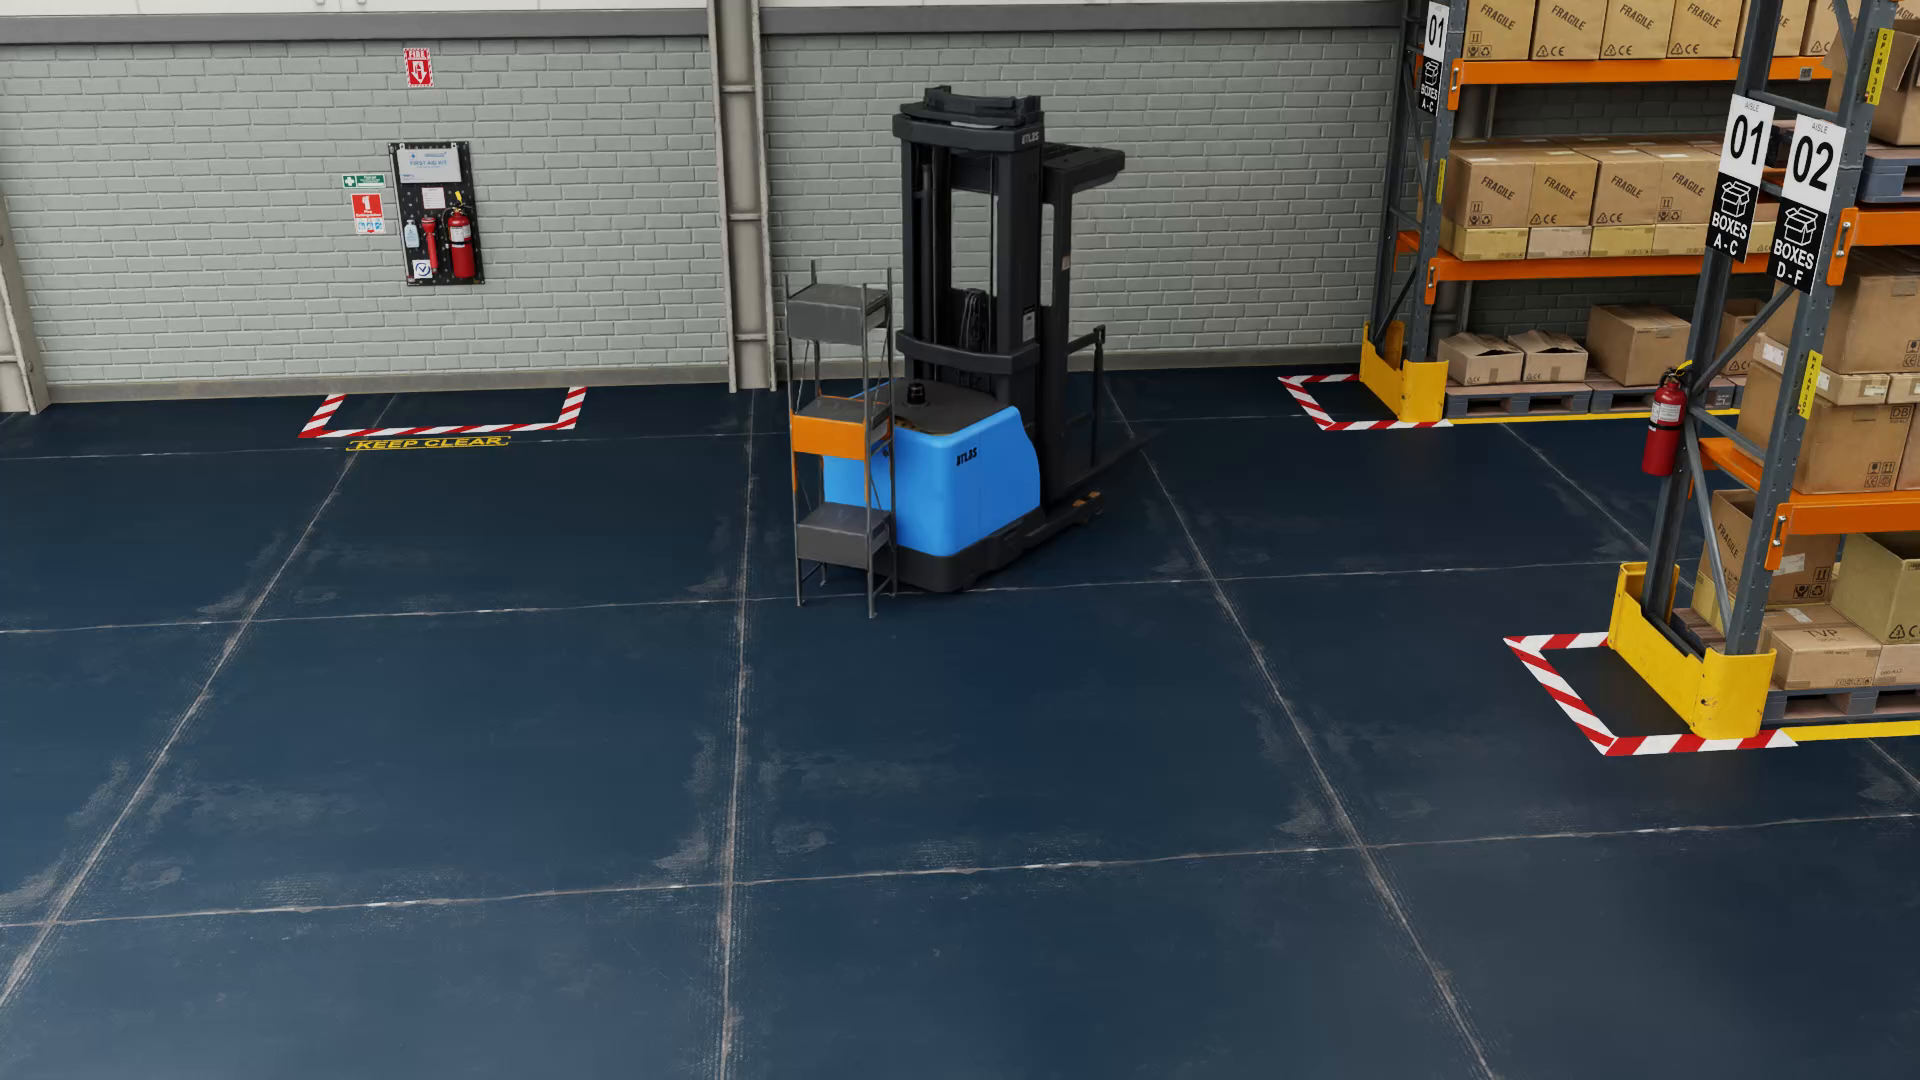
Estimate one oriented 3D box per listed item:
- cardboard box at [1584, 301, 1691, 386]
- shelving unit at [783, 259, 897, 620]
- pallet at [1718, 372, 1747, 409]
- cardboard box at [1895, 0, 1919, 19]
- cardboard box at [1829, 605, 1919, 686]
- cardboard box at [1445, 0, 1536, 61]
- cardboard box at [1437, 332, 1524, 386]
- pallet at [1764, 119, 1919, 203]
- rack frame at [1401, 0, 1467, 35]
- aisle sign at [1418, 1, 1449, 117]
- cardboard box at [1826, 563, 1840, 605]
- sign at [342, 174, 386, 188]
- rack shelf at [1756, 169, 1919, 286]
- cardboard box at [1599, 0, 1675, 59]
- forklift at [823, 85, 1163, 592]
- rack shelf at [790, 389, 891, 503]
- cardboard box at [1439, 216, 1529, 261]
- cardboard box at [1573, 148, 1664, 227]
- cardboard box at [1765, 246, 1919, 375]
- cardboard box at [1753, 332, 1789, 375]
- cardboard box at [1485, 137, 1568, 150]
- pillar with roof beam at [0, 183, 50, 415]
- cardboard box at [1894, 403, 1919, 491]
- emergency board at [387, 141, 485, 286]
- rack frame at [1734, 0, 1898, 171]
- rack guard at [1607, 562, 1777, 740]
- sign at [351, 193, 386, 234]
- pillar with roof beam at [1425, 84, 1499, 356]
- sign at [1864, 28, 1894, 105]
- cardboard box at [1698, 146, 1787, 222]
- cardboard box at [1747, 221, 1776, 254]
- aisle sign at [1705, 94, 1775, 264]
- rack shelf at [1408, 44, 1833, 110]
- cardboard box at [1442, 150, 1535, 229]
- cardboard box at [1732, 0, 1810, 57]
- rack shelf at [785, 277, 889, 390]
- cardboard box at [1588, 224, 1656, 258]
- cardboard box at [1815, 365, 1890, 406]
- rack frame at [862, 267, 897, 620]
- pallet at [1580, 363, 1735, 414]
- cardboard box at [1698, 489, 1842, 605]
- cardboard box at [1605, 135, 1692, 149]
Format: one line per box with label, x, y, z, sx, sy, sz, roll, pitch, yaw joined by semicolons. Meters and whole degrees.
cardboard box;5.595;-1.632;13.764;0.500;0.500;0.700;-4;24;-8
shelving unit;-0.701;-0.583;9.976;0.503;2.100;0.431;9;25;19
pallet;6.911;-1.394;14.127;1.213;0.211;1.003;-2;24;-5
cardboard box;7.095;-4.015;12.749;0.500;0.500;0.500;-2;24;-4
cardboard box;5.138;0.564;9.157;0.500;0.250;0.500;-2;24;-5
cardboard box;3.952;-3.888;12.463;0.500;0.500;0.500;-2;24;-4
cardboard box;4.292;-1.514;13.731;0.500;0.311;0.500;-5;24;-11
pallet;4.792;-1.896;8.238;1.213;0.211;1.003;-2;24;-5
rack frame;3.595;-5.291;12.075;0.127;3.000;1.000;-2;24;-5
aisle sign;3.553;-3.614;12.487;0.004;0.787;0.394;-2;24;-5
cardboard box;5.087;0.351;9.635;0.500;0.250;0.500;-2;24;-5
sign;-4.782;-2.879;13.339;0.331;0.109;0.001;-2;24;-5
rack shelf;6.076;-1.670;8.506;4.000;0.370;1.077;-2;24;-5
cardboard box;5.007;-3.917;12.529;0.500;0.500;0.500;-1;24;-3
forklift;0.379;-1.552;11.134;1.130;2.935;3.031;16;29;32
rack shelf;-0.701;-0.570;9.981;0.480;0.518;0.431;9;25;19
cardboard box;4.112;-2.382;13.075;0.500;0.250;0.500;-3;24;-7
cardboard box;5.107;-2.765;13.014;0.500;0.500;0.500;-3;24;-7
cardboard box;4.604;-1.202;8.541;0.500;0.500;0.700;-2;24;-5
cardboard box;4.447;-0.982;8.845;0.250;0.149;0.380;-3;24;-6
cardboard box;4.545;-2.954;13.440;0.500;0.500;0.500;-2;24;-4
pillar with roof beam;-7.312;-3.450;7.932;0.400;9.000;9.100;-2;24;-5
cardboard box;5.074;-0.630;8.851;0.500;0.500;0.700;-2;24;-4
emergency board;-4.227;-2.605;13.417;0.643;1.169;0.194;-2;24;-5
rack frame;4.086;-3.289;7.571;0.127;3.000;1.000;-2;24;-5
rack guard;4.062;0.595;9.295;0.348;0.500;1.175;-2;24;-5
sign;-4.788;-2.641;13.454;0.234;0.329;0.001;-2;24;-5
pillar with roof beam;4.630;-3.929;9.010;0.400;9.000;9.100;-2;24;-5
sign;4.134;-2.130;7.481;0.005;0.325;0.100;-2;24;-5
cardboard box;6.137;-2.811;13.118;0.500;0.500;0.500;-3;24;-7
cardboard box;6.138;-2.466;13.265;0.500;0.250;0.500;-2;24;-5
aisle sign;3.991;-1.852;8.523;0.004;0.787;0.394;-2;24;-5
rack shelf;5.585;-3.672;13.010;4.000;0.370;1.077;-2;24;-5
cardboard box;4.100;-2.731;12.938;0.500;0.500;0.500;-2;24;-5
cardboard box;6.045;-3.963;12.631;0.500;0.500;0.500;-3;24;-7
rack shelf;-0.701;-1.210;9.697;0.480;0.518;0.431;9;25;19
cardboard box;5.135;-2.426;13.175;0.500;0.250;0.500;-3;24;-6
cardboard box;4.497;-0.819;8.477;0.250;0.149;0.380;-2;24;-6
rack frame;-0.473;-0.547;9.897;0.015;2.100;0.400;9;25;19
pallet;5.694;-1.344;14.015;1.213;0.211;1.003;-2;24;-5
cardboard box;4.590;0.032;9.429;0.500;0.500;0.500;-2;24;-5
cardboard box;5.560;-2.997;13.536;0.500;0.500;0.500;-2;24;-4
